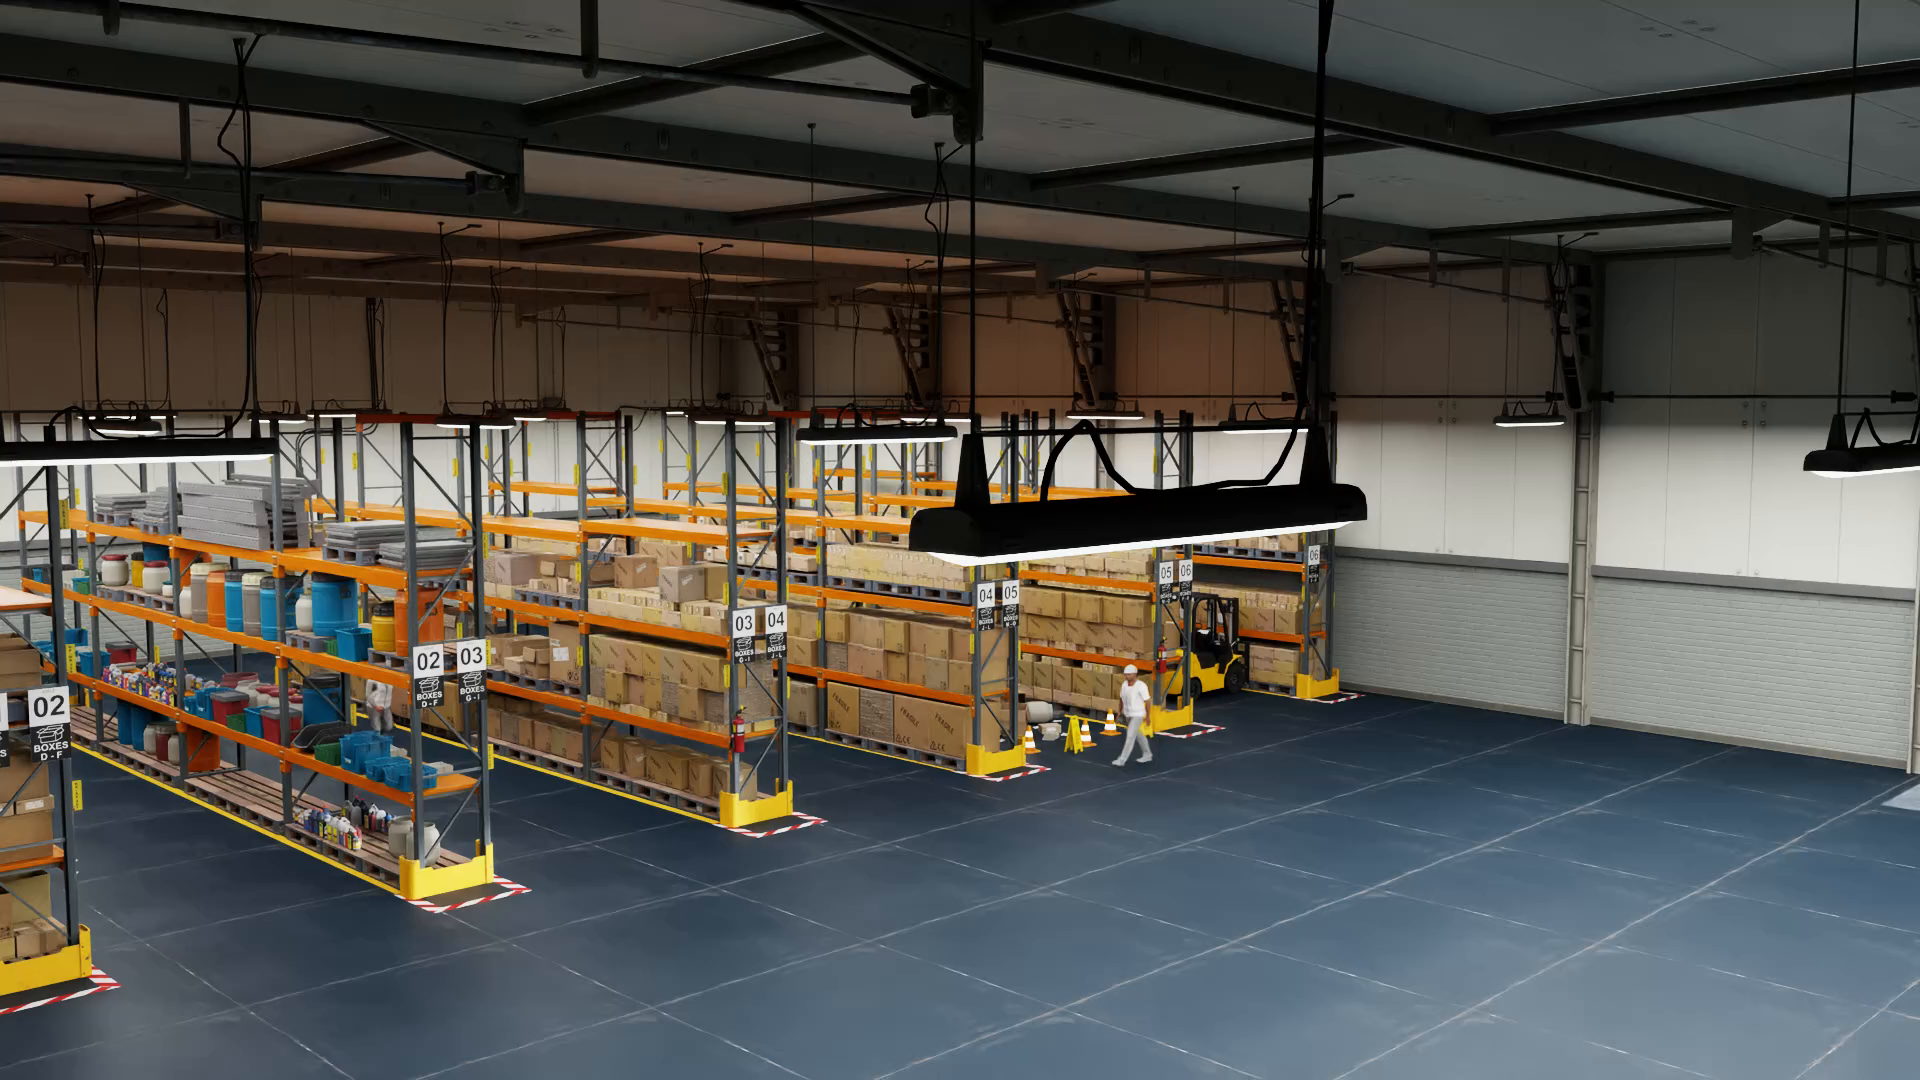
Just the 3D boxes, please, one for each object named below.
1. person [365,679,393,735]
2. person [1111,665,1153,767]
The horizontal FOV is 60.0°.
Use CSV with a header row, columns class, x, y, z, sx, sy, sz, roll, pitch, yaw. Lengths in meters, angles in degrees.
class,x,y,z,sx,sy,sz,roll,pitch,yaw
person,-10.323,2.930,29.500,0.615,1.705,0.611,4,6,40
person,2.890,2.983,28.376,1.020,1.709,0.579,-3,6,-29
